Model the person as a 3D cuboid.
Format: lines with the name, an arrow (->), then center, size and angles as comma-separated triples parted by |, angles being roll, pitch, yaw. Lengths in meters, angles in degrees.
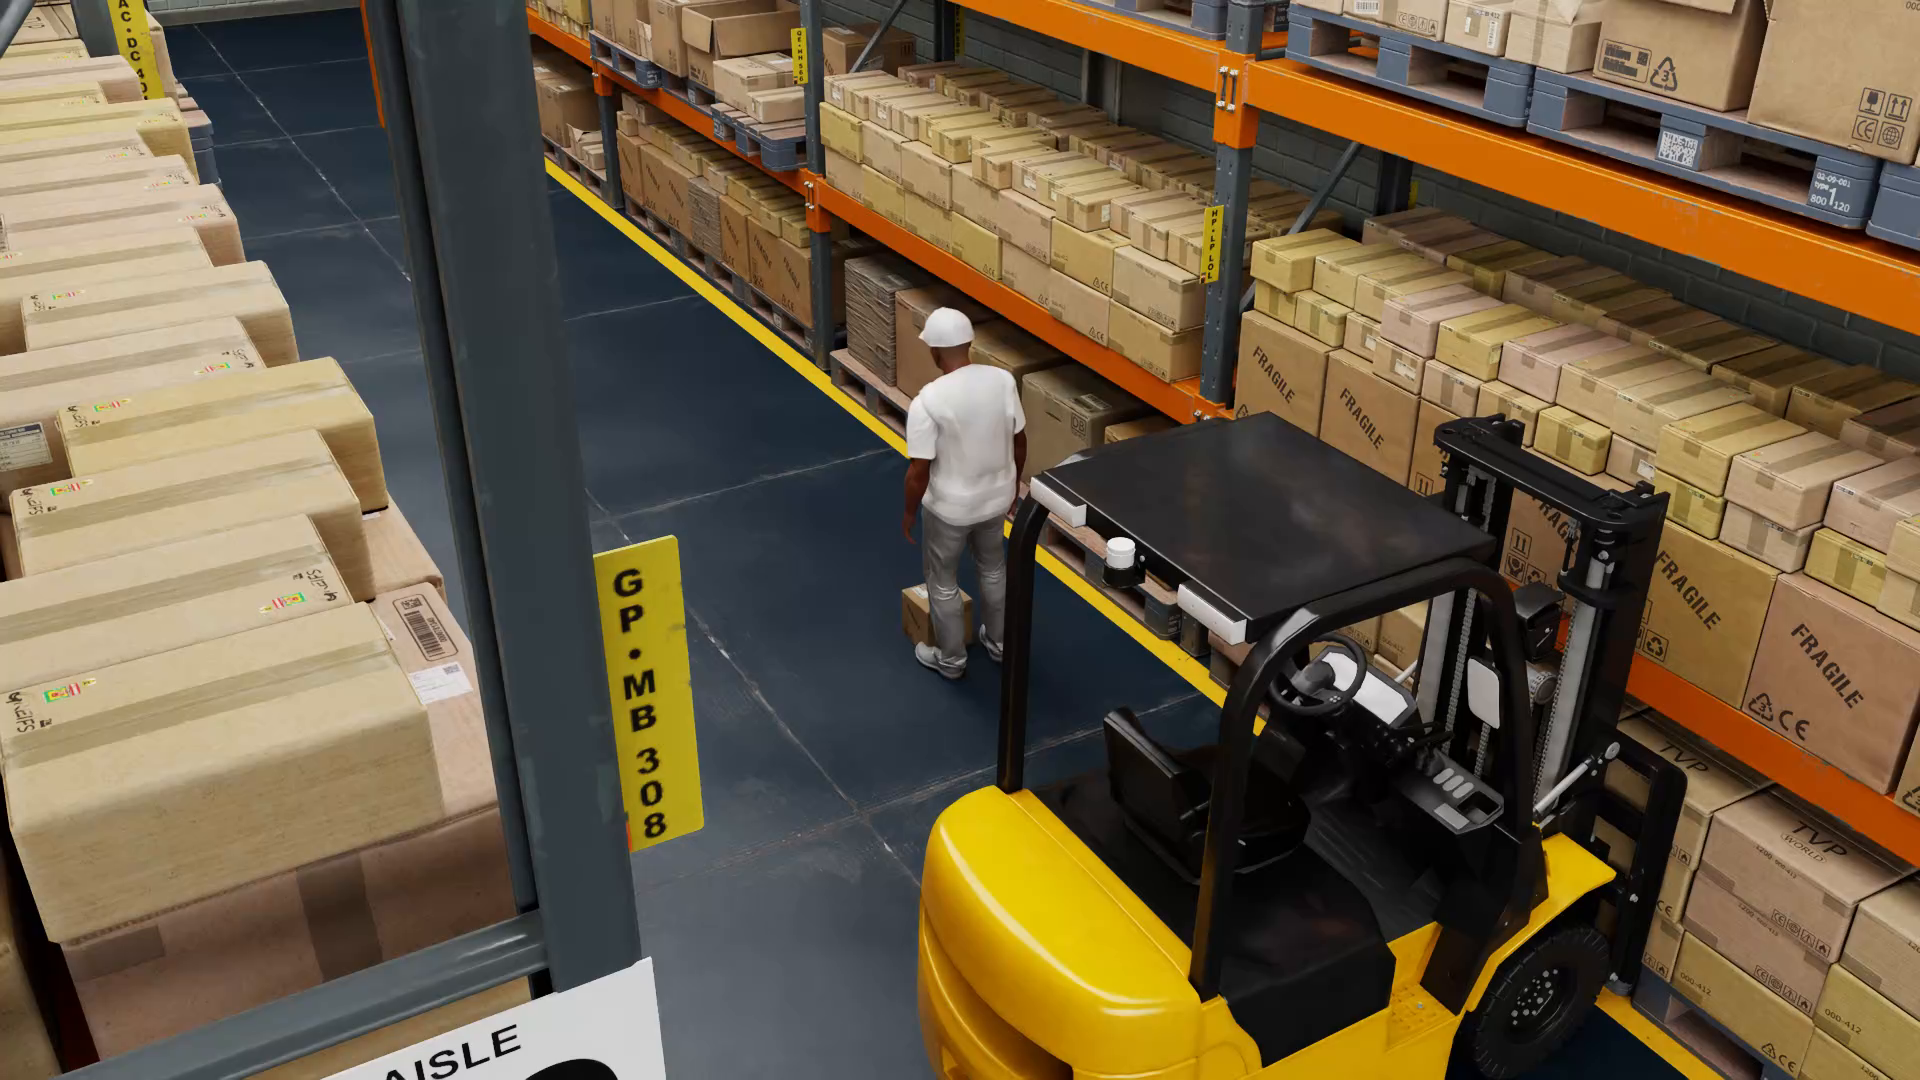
person -> 0.001, -0.198, 7.466 | 0.637, 1.761, 0.455 | -16, 33, -27
